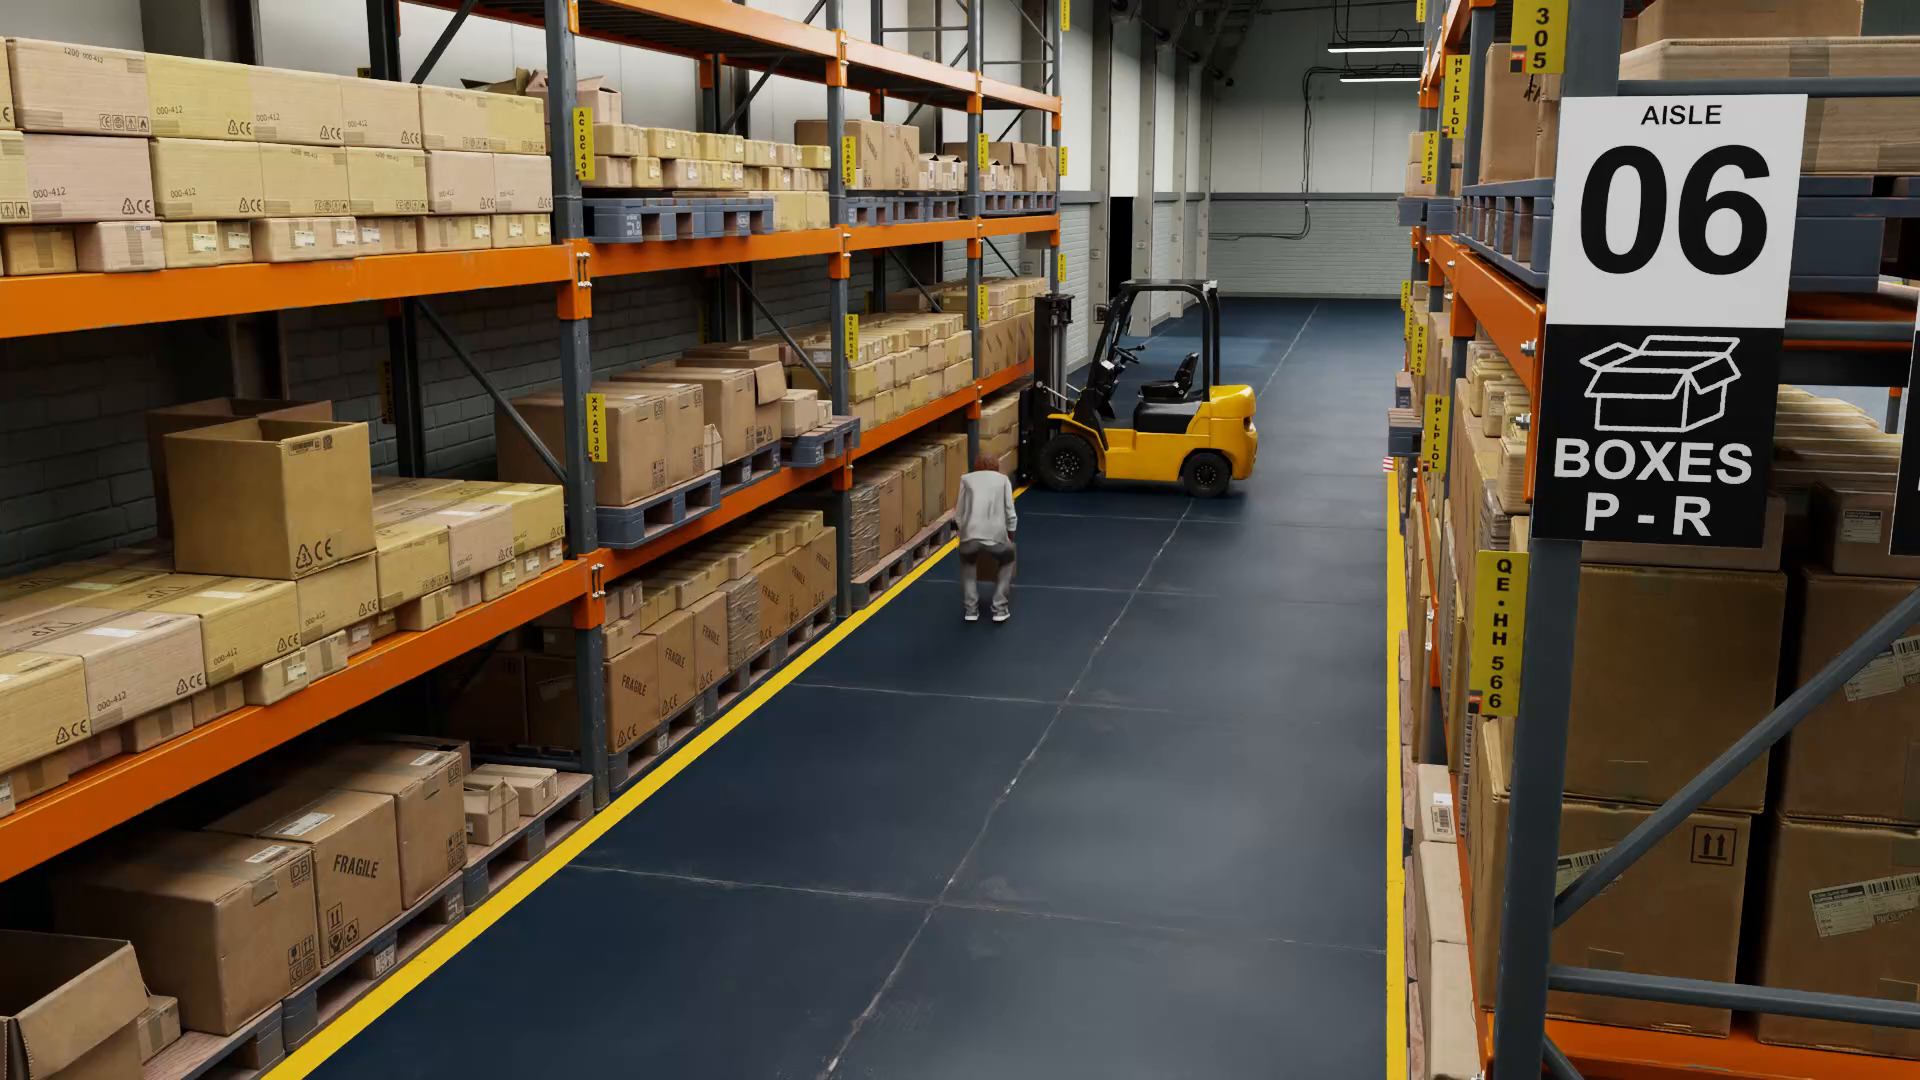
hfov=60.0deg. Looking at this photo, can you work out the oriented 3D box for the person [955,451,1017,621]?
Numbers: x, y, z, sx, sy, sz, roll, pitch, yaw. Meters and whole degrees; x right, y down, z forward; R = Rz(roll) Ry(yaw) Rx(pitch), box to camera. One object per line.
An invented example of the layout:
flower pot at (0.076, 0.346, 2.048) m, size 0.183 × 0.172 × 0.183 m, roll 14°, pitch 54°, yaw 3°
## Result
person at (0.166, -0.008, 12.068) m, size 0.462 × 1.175 × 0.710 m, roll 2°, pitch 12°, yaw 10°
